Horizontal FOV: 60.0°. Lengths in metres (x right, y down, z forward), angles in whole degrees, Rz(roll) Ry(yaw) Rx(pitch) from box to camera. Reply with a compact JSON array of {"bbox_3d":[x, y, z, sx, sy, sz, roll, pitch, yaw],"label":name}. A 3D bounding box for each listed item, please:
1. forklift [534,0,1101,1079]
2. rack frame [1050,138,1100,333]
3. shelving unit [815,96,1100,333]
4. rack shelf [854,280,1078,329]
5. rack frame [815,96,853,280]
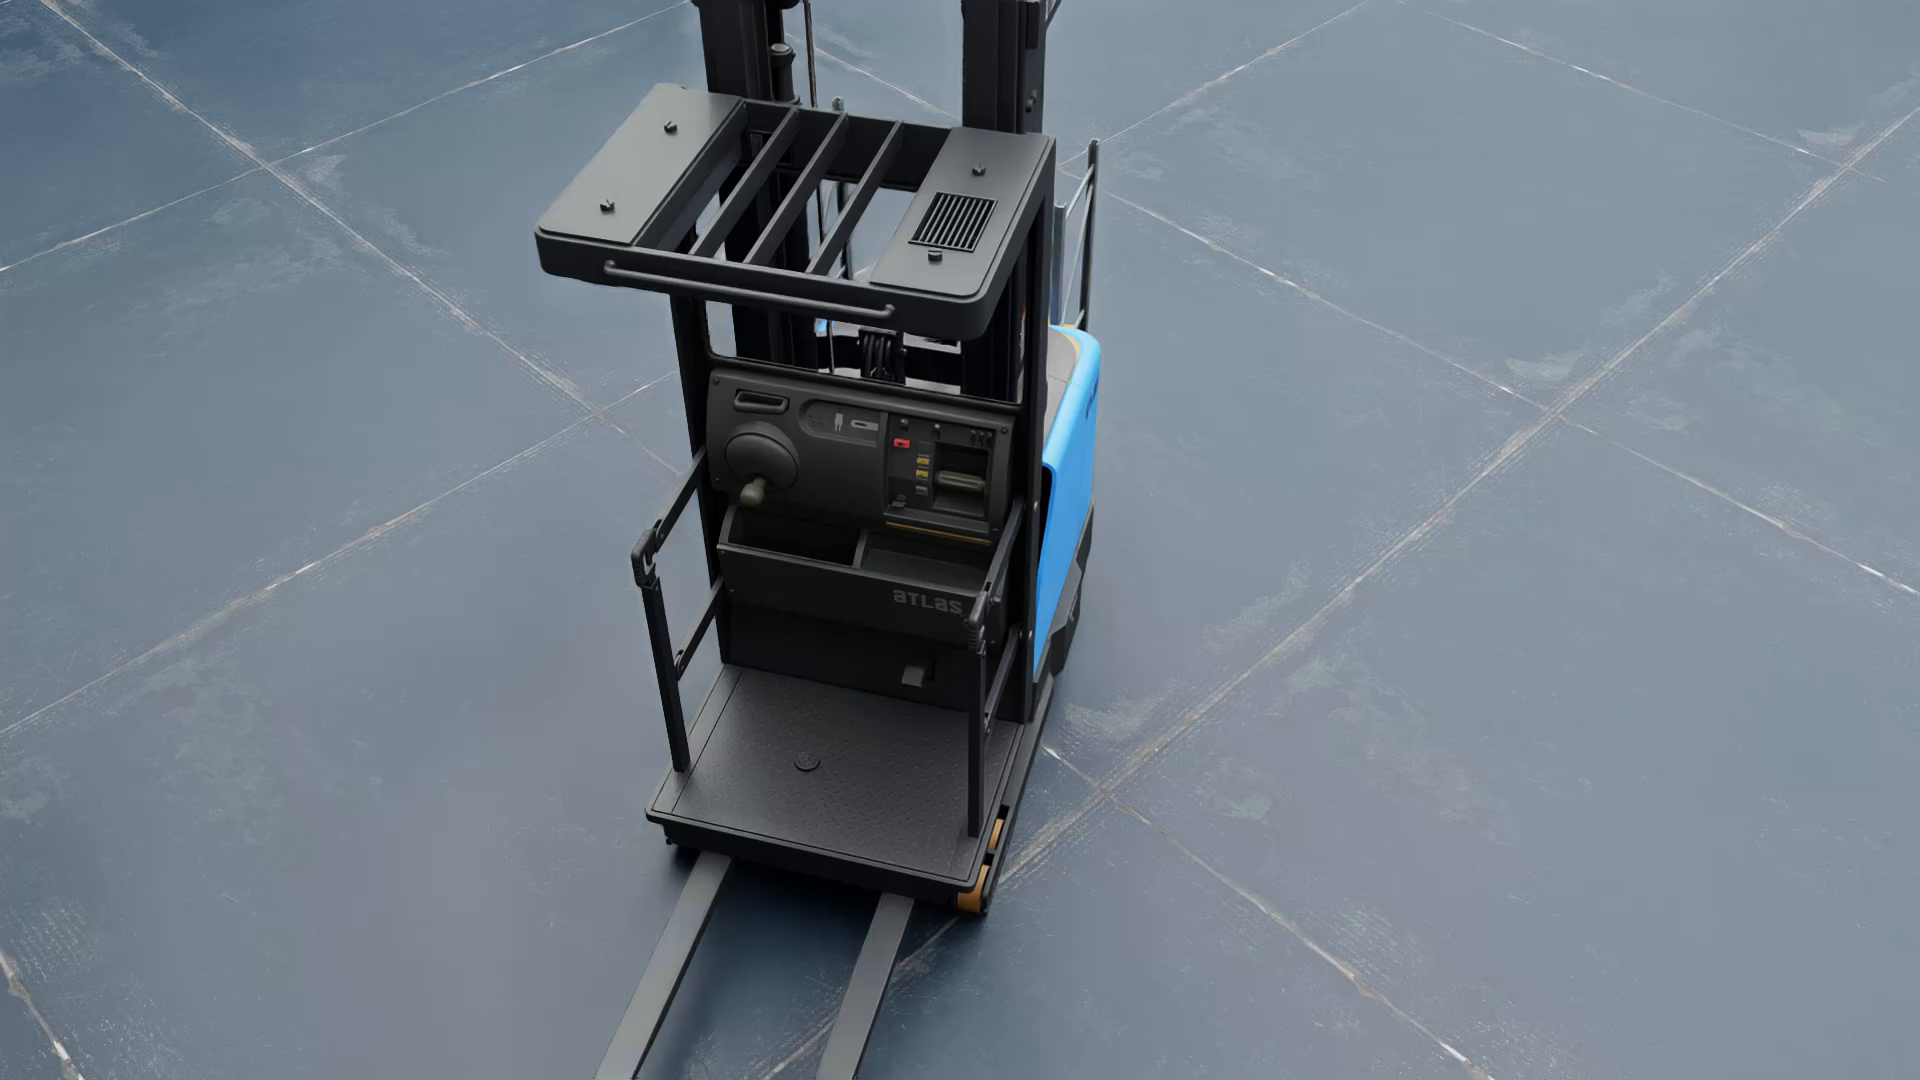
[{"bbox_3d":[-0.359,-0.160,4.764,1.130,2.935,3.031,10,44,11],"label":"forklift"},{"bbox_3d":[0.424,-0.771,6.479,0.032,1.500,0.500,13,44,13],"label":"rack frame"},{"bbox_3d":[-0.050,-0.878,6.595,1.083,1.500,0.587,13,44,13],"label":"shelving unit"},{"bbox_3d":[-0.058,-0.747,6.719,1.000,0.185,0.538,13,44,13],"label":"rack shelf"},{"bbox_3d":[-0.541,-0.988,6.715,0.032,1.500,0.500,13,44,13],"label":"rack frame"}]
